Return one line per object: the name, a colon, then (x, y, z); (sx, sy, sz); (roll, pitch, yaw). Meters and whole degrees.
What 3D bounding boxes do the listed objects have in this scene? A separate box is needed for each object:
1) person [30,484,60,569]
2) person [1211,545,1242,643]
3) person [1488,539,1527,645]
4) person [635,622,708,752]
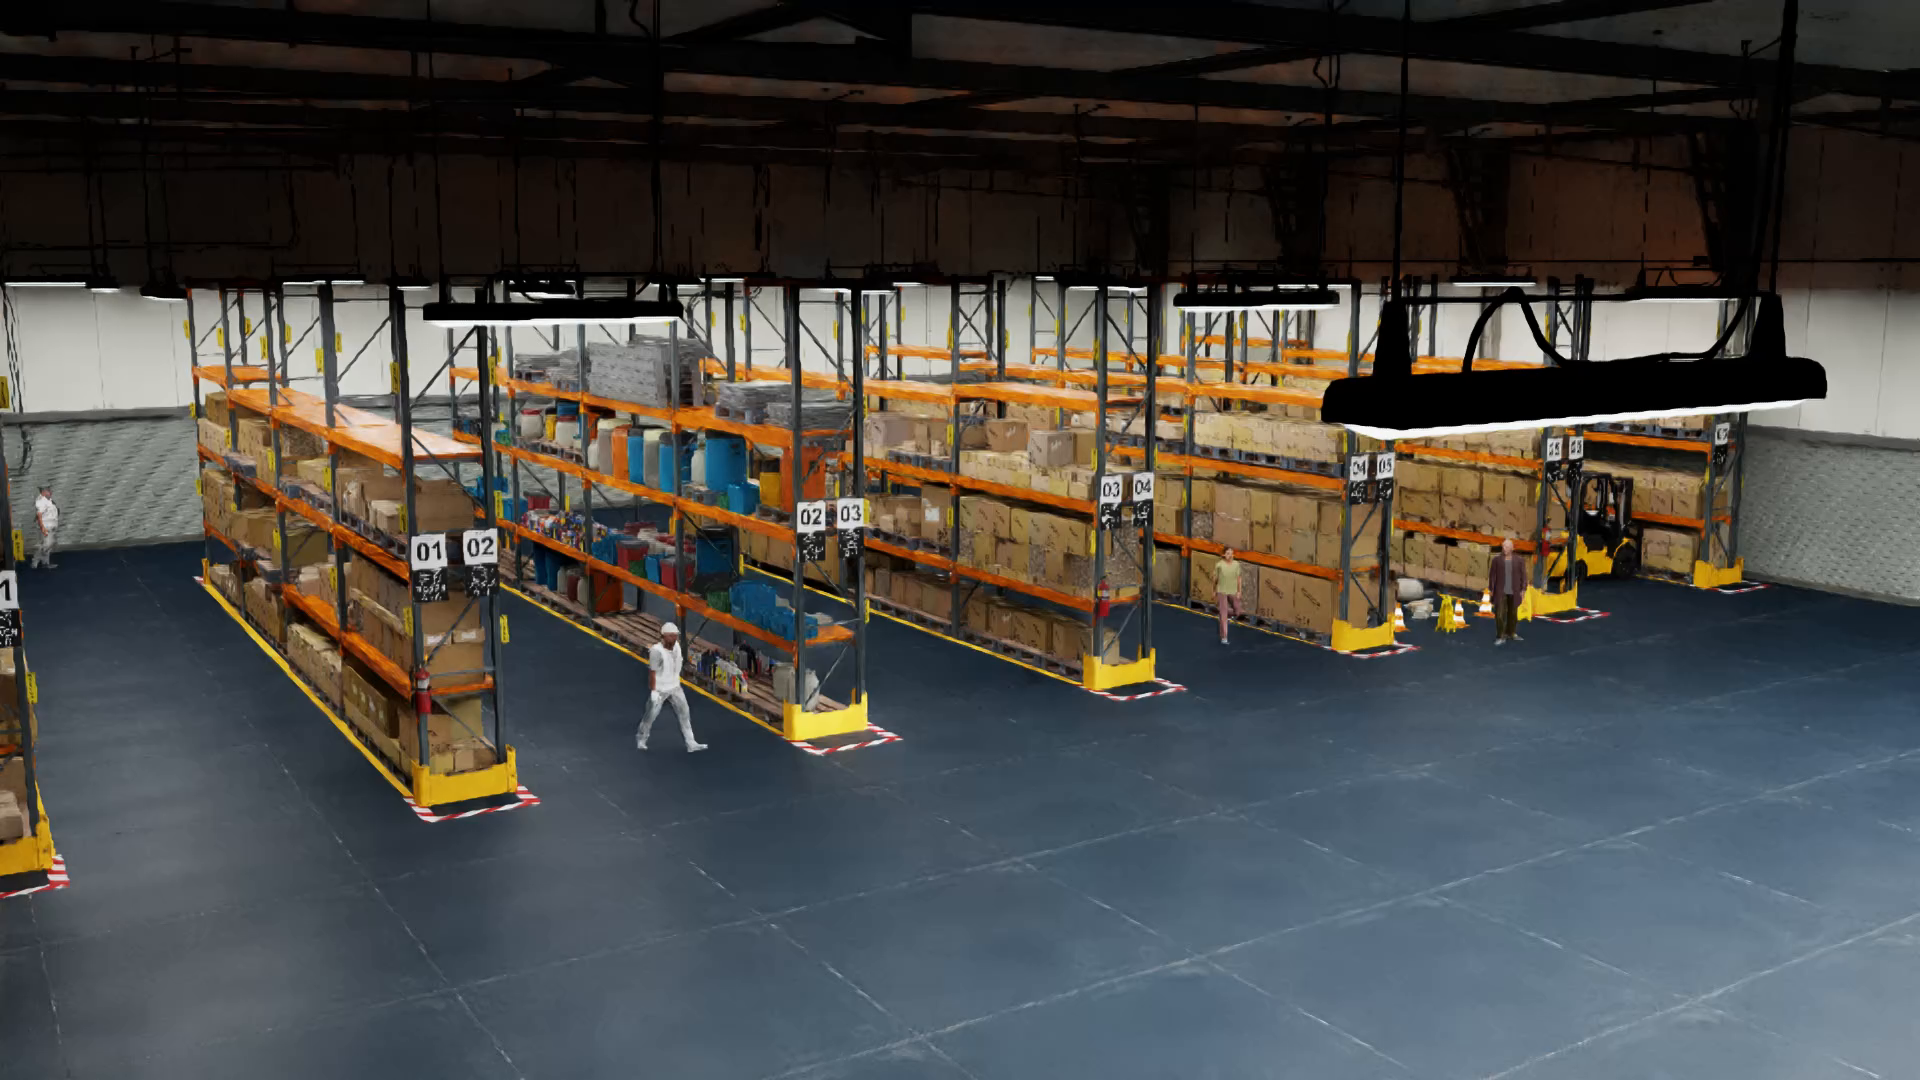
person: (-18.922, -0.271, 34.321); (0.508, 1.739, 0.712); (-1, 10, -3)
person: (4.486, 0.871, 27.872); (0.519, 1.626, 0.962); (-2, 10, -11)
person: (9.122, 0.843, 27.710); (0.607, 1.770, 0.657); (3, 10, 15)
person: (-3.783, 1.905, 21.510); (0.967, 1.742, 0.609); (7, 12, 34)
